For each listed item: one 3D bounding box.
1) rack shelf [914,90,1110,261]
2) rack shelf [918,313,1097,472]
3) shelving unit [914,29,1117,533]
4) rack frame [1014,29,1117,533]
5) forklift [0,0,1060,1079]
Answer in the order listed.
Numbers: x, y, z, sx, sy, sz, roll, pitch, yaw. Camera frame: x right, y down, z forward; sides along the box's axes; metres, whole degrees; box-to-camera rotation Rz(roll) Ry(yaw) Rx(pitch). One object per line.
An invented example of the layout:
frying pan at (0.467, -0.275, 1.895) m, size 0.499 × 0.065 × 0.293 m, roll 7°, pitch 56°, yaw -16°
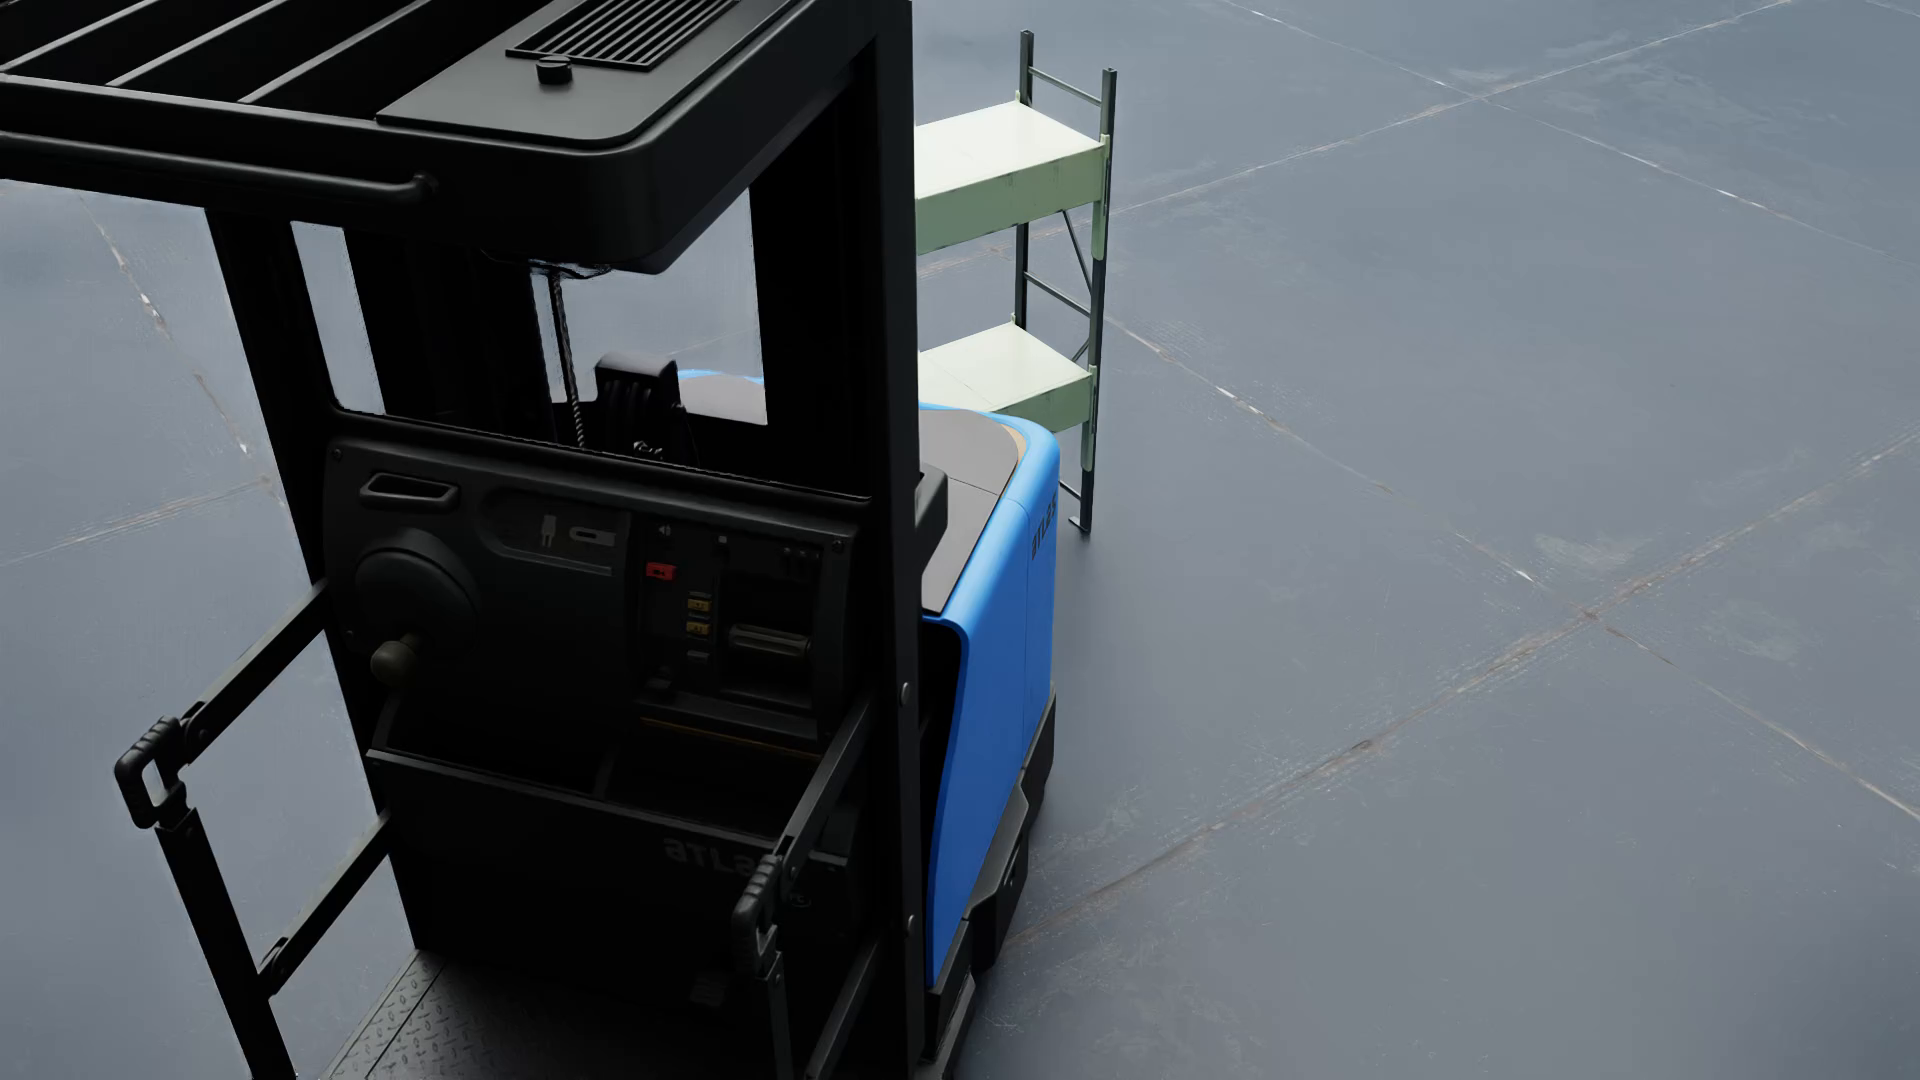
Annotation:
rack shelf at (-0.005, -0.923, 4.581) m, size 0.720 × 0.370 × 0.431 m, roll -22°, pitch 41°, yaw -28°
rack shelf at (-0.005, -0.342, 4.999) m, size 0.720 × 0.370 × 0.431 m, roll -22°, pitch 41°, yaw -28°
shelving unit at (-0.005, -0.607, 4.809) m, size 0.755 × 1.500 × 0.431 m, roll -22°, pitch 41°, yaw -28°
rack frame at (0.294, -0.730, 4.980) m, size 0.023 × 1.500 × 0.400 m, roll -22°, pitch 41°, yaw -28°
forklift at (-0.676, 0.153, 2.527) m, size 1.130 × 2.935 × 3.031 m, roll 10°, pitch 37°, yaw 14°
